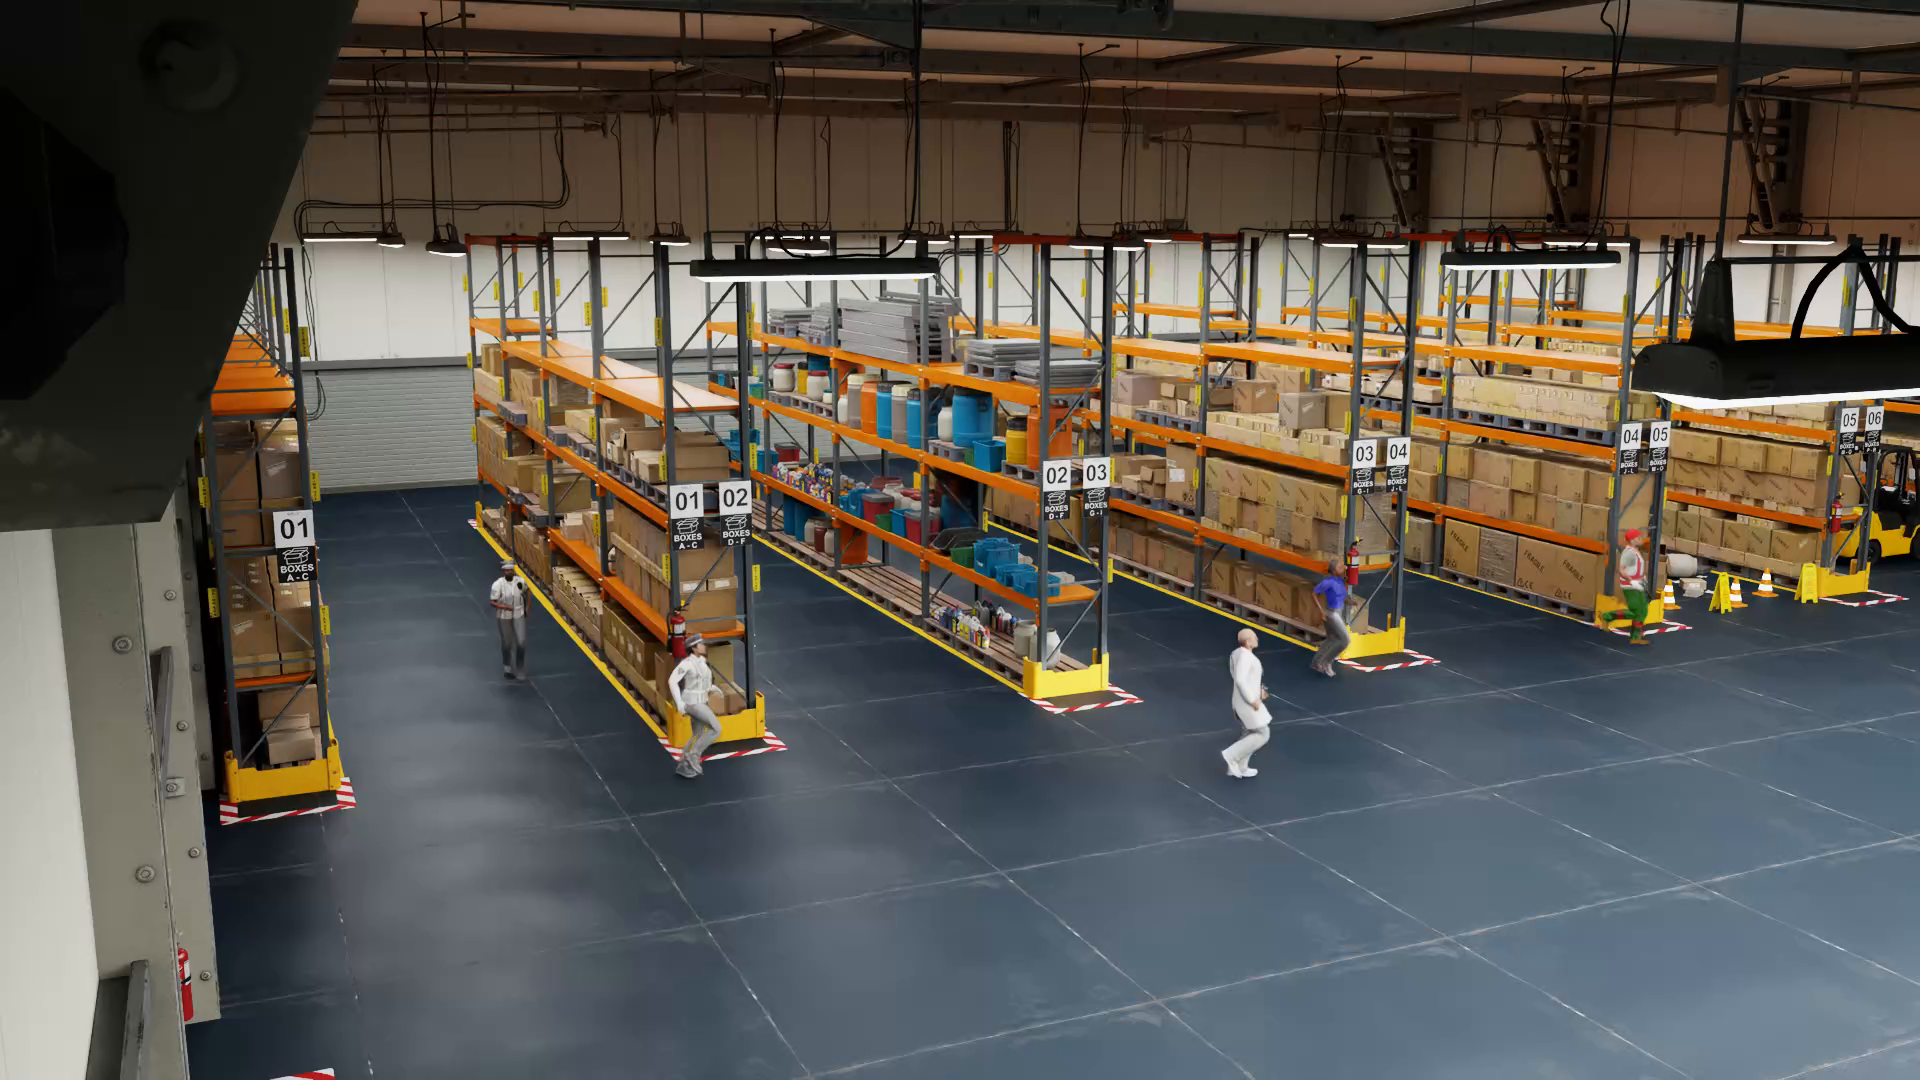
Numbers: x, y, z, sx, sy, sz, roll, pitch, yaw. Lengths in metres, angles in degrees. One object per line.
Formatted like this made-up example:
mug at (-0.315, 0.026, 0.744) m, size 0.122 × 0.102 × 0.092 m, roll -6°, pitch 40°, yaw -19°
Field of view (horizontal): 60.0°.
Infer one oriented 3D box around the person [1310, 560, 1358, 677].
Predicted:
person at (5.224, 1.085, 23.207) m, size 0.656 × 1.641 × 0.538 m, roll 7°, pitch 13°, yaw 32°

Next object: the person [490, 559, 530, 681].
person at (-6.204, 1.110, 23.051) m, size 0.584 × 1.750 × 0.718 m, roll -5°, pitch 12°, yaw -23°

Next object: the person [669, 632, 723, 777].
person at (-2.982, 1.875, 19.105) m, size 0.568 × 1.647 × 0.611 m, roll 2°, pitch 11°, yaw 9°

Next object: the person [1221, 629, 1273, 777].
person at (3.264, 1.864, 18.950) m, size 0.574 × 1.742 × 0.703 m, roll 0°, pitch 11°, yaw -3°

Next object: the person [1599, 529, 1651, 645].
person at (10.065, 0.698, 25.018) m, size 0.757 × 1.752 × 0.659 m, roll 6°, pitch 13°, yaw 29°
